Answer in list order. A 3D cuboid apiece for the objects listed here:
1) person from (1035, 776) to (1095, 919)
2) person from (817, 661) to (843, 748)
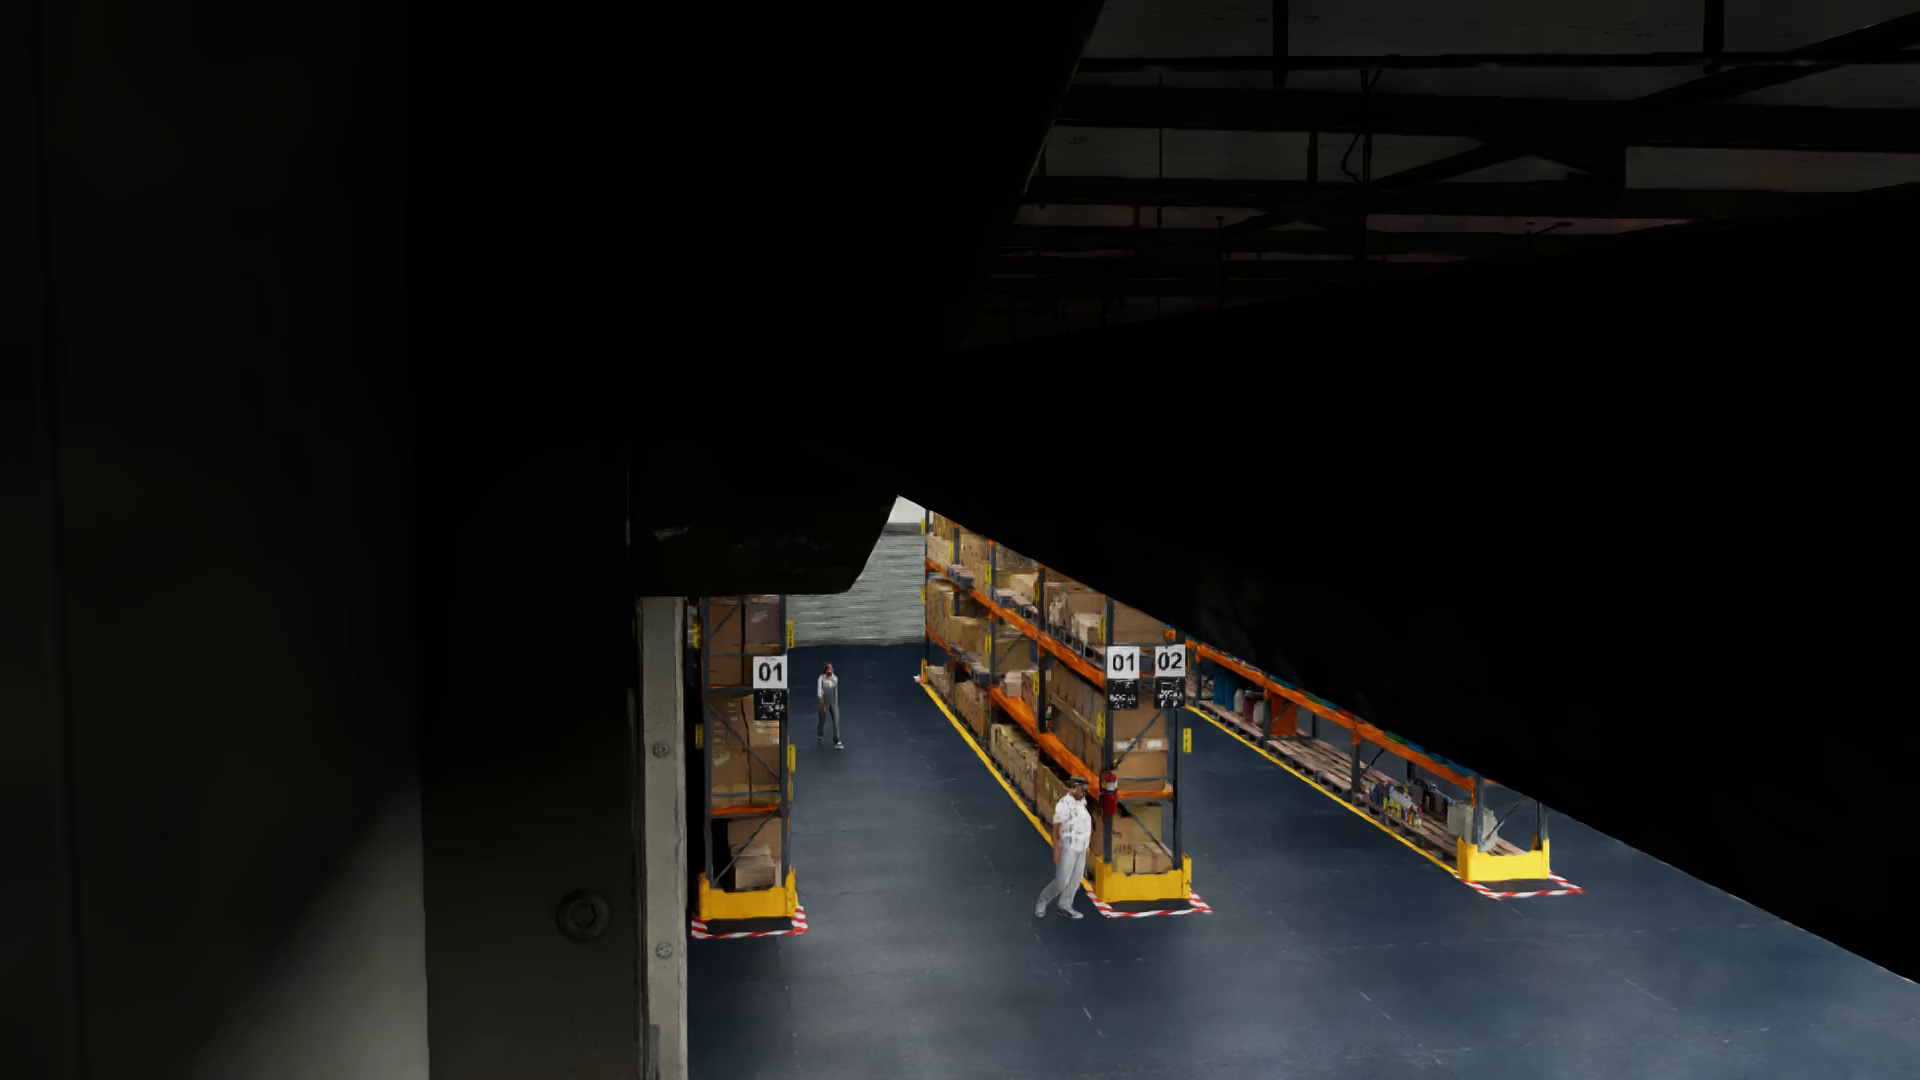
[{"bbox_3d":[1.256,3.709,20.069,0.550,1.730,0.733,5,7,43],"label":"person"},{"bbox_3d":[-2.369,2.930,29.814,0.412,1.533,0.950,-2,5,-17],"label":"person"}]
